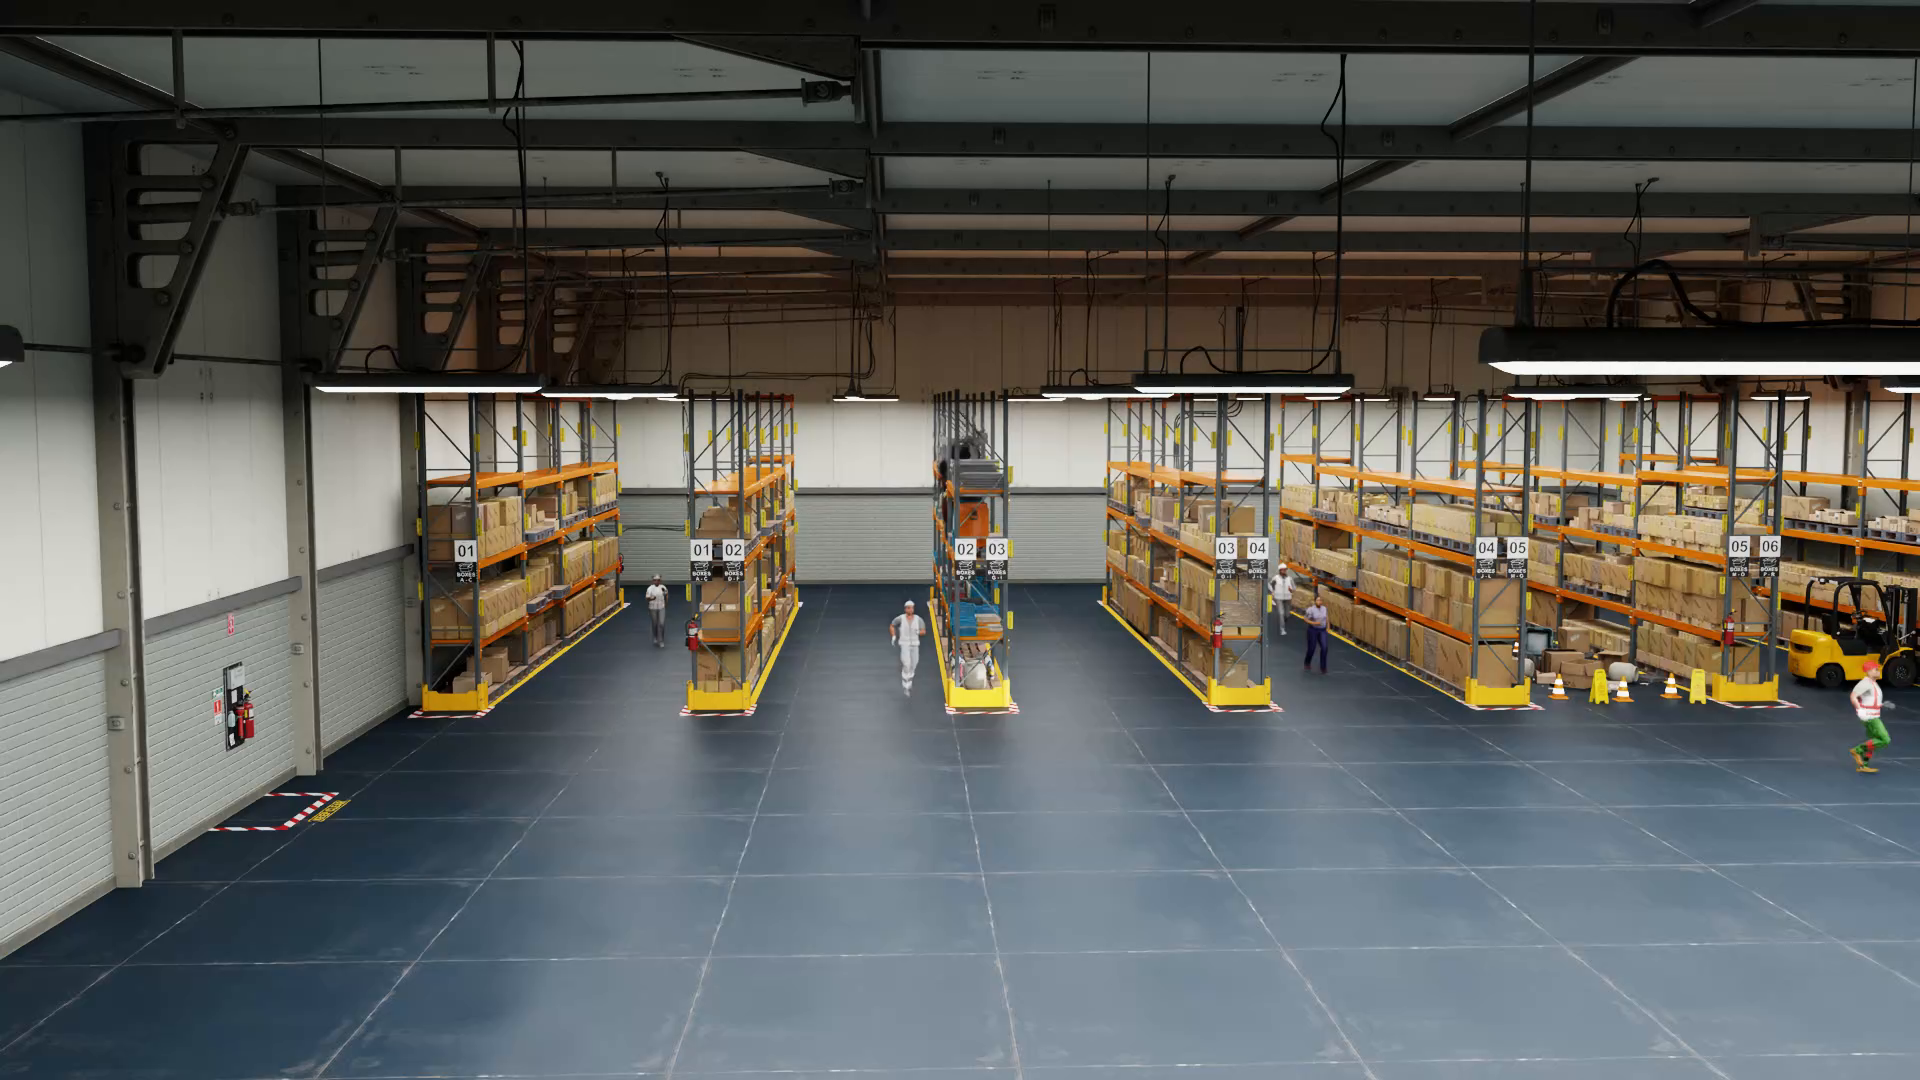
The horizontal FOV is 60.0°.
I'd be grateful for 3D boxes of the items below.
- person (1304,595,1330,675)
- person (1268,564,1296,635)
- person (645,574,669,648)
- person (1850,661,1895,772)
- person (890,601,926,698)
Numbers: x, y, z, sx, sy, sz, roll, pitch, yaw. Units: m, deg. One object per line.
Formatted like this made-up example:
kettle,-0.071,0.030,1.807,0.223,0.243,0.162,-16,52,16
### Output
person,7.606,2.029,35.448,0.618,1.725,0.751,-1,5,-10
person,8.030,1.466,41.400,0.667,1.750,0.915,0,5,-3
person,-7.157,1.666,39.337,0.564,1.752,0.753,-1,5,-13
person,14.163,2.752,25.789,0.580,1.750,0.665,3,6,37
person,-0.981,2.085,32.054,0.641,1.839,0.761,-1,5,-17
